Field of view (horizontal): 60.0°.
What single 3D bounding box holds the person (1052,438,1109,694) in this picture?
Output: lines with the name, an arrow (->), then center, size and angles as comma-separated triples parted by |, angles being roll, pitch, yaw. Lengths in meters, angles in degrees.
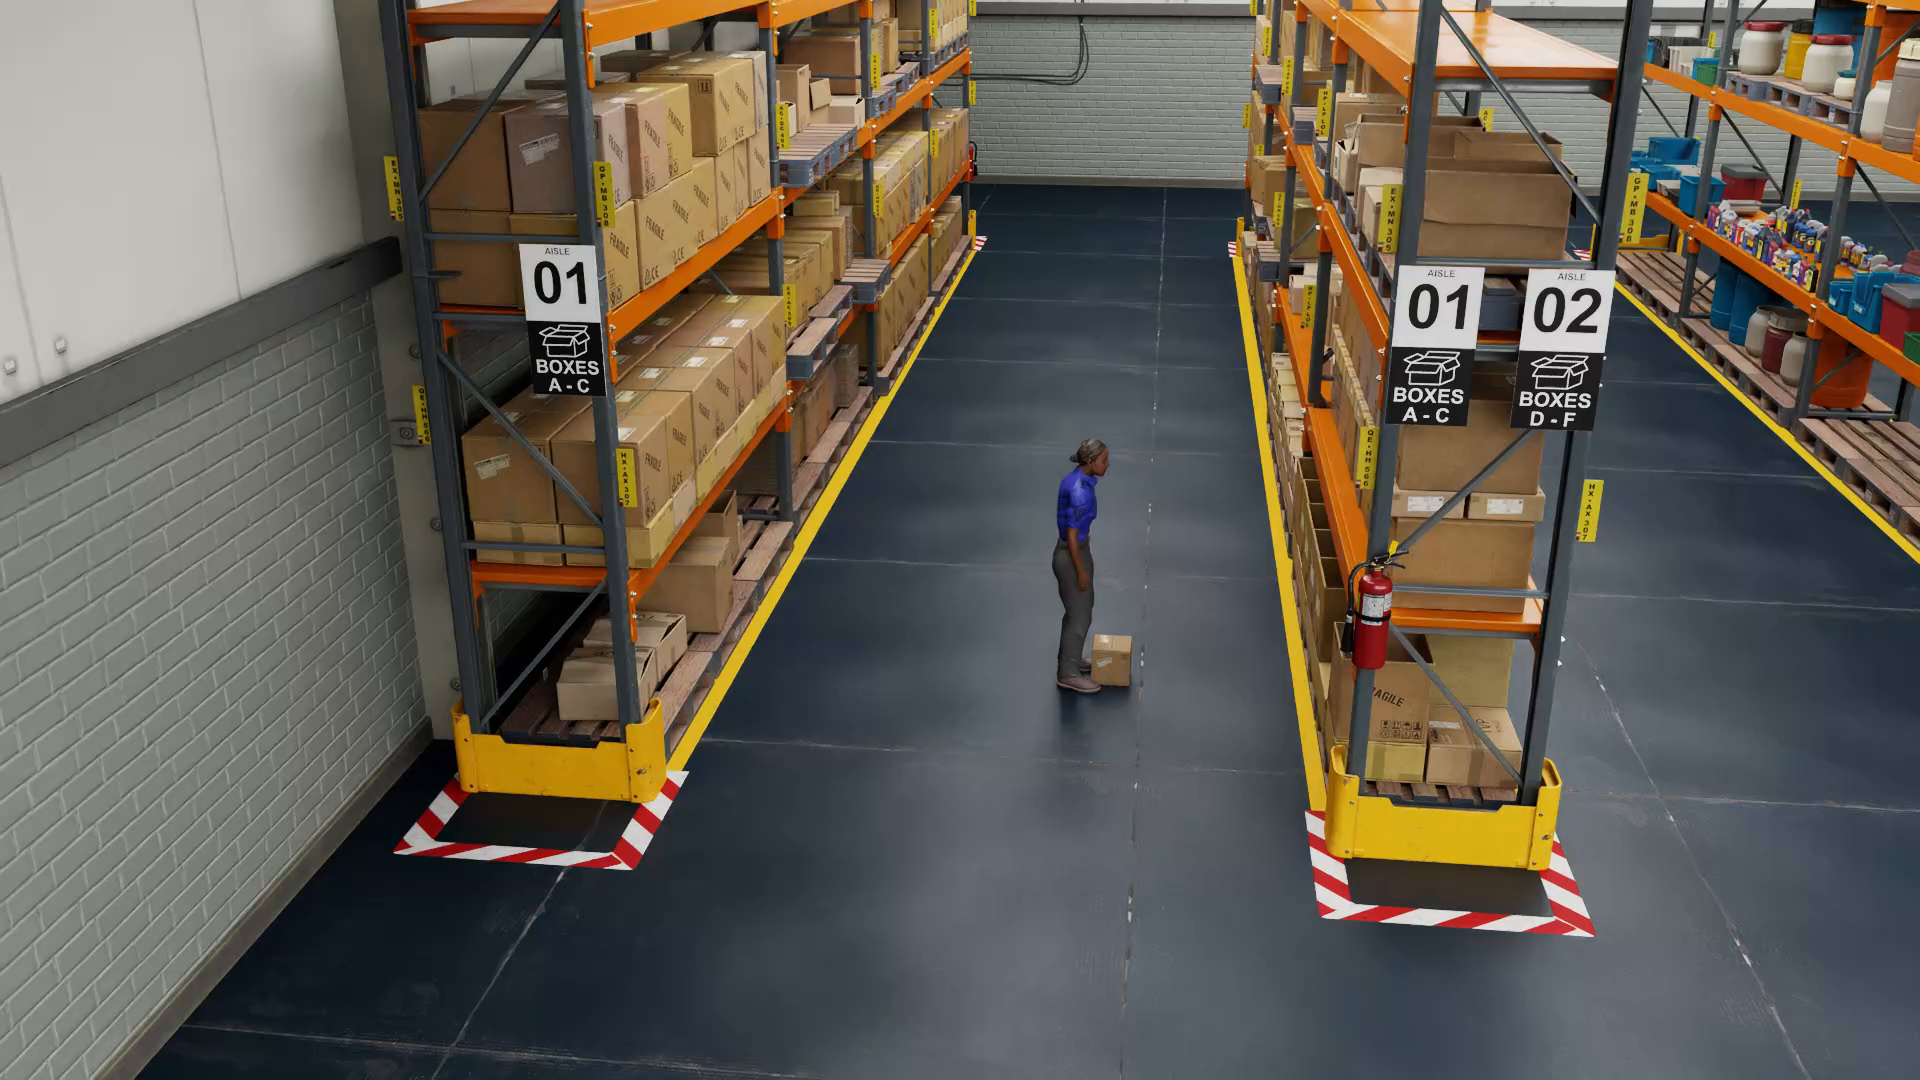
person -> 0.770, 0.135, 10.743 | 0.347, 1.655, 0.507 | 3, 21, 6
